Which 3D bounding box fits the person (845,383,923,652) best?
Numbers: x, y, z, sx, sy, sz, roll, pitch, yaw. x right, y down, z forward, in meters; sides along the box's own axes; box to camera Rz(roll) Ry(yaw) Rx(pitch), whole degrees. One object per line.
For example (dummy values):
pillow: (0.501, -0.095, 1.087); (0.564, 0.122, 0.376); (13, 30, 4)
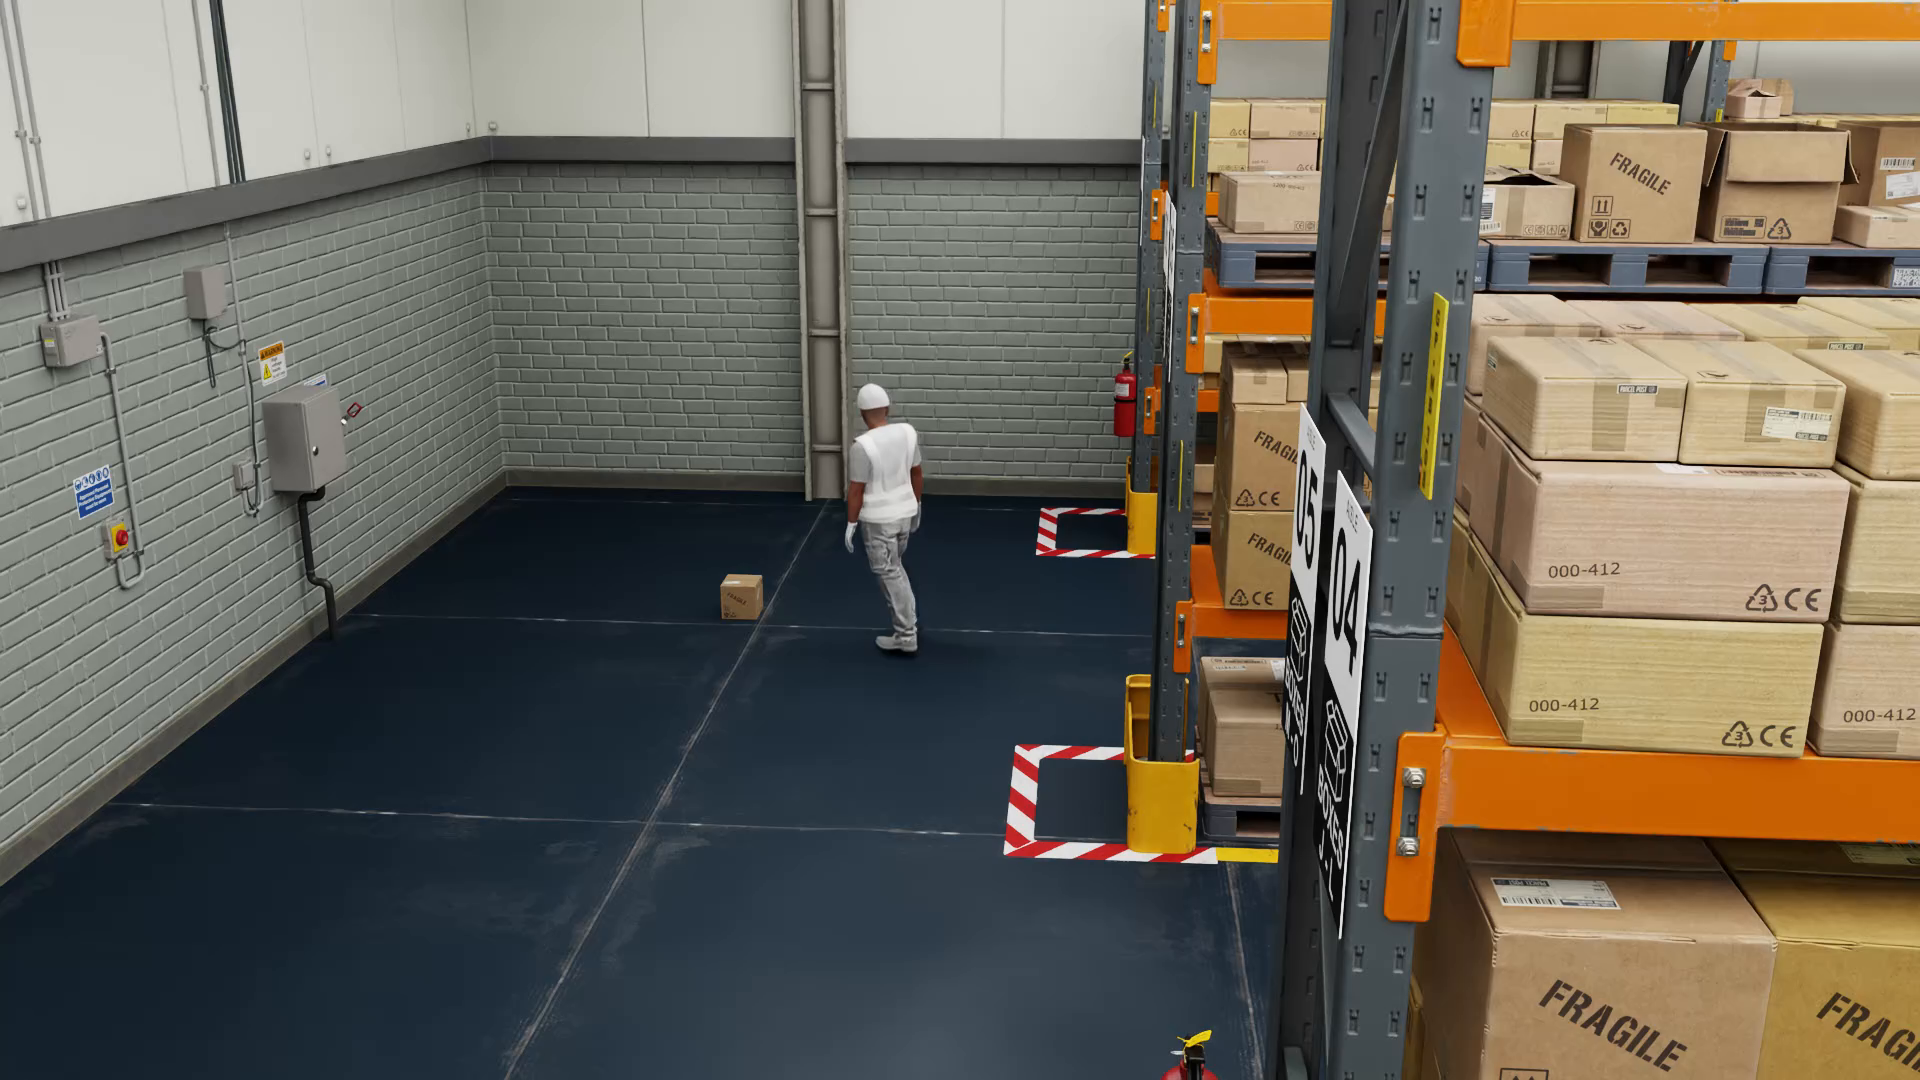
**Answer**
person: (-0.480, -0.131, 10.903); (0.491, 1.791, 0.590); (14, 22, 39)
